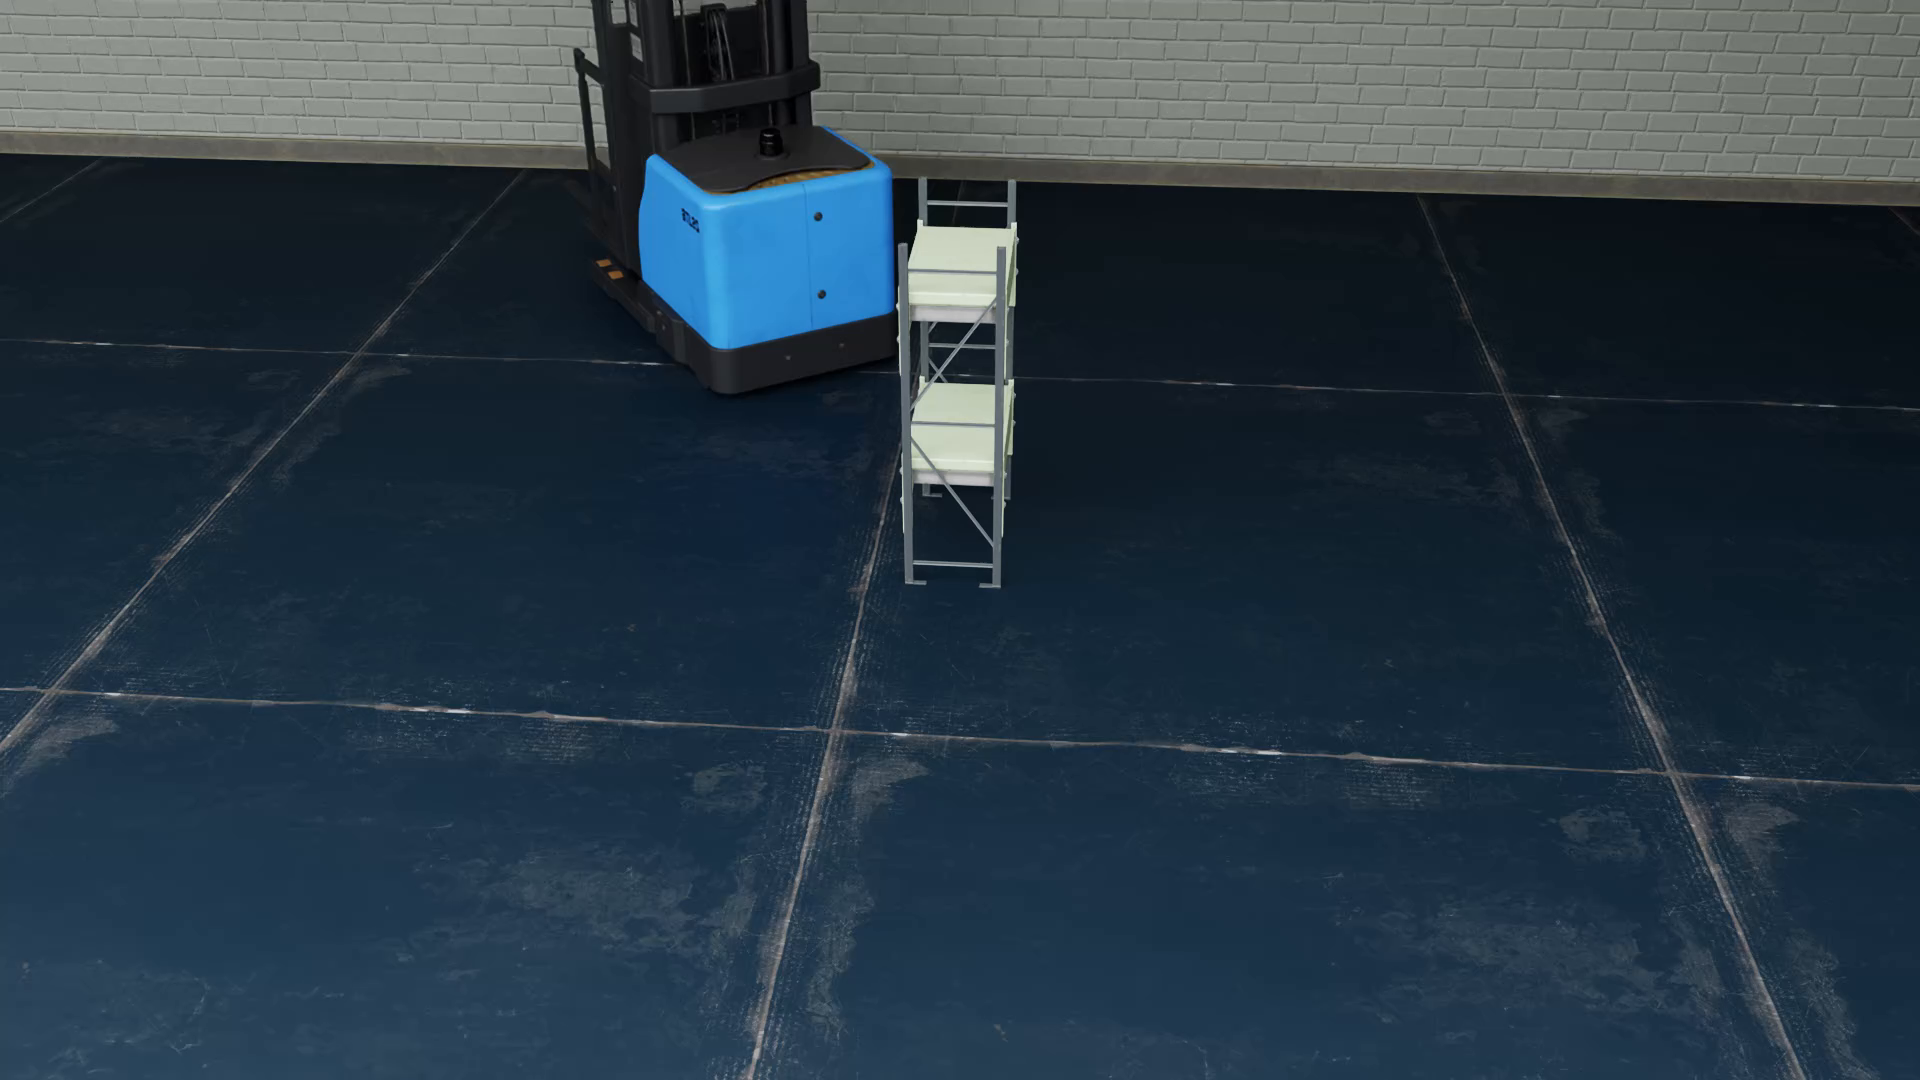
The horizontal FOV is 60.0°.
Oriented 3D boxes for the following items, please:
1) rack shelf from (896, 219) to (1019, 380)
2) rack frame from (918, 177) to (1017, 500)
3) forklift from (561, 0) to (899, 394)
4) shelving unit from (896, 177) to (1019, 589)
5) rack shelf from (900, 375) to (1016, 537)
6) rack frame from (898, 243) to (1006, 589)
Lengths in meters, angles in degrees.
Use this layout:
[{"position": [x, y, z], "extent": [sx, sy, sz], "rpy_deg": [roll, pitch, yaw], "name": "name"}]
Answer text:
[{"position": [0.001, -0.974, 6.657], "extent": [0.431, 0.370, 0.720], "rpy_deg": [2, 32, 4], "name": "rack shelf"}, {"position": [0.030, -0.833, 7.173], "extent": [0.400, 1.500, 0.023], "rpy_deg": [2, 32, 4], "name": "rack frame"}, {"position": [-1.482, -2.719, 8.869], "extent": [1.130, 2.935, 3.031], "rpy_deg": [-17, 35, -25], "name": "forklift"}, {"position": [0.001, -0.642, 6.862], "extent": [0.431, 1.500, 0.755], "rpy_deg": [2, 32, 4], "name": "shelving unit"}, {"position": [0.001, -0.364, 7.033], "extent": [0.431, 0.370, 0.720], "rpy_deg": [2, 32, 4], "name": "rack shelf"}, {"position": [-0.029, -0.451, 6.552], "extent": [0.400, 1.500, 0.023], "rpy_deg": [2, 32, 4], "name": "rack frame"}]
